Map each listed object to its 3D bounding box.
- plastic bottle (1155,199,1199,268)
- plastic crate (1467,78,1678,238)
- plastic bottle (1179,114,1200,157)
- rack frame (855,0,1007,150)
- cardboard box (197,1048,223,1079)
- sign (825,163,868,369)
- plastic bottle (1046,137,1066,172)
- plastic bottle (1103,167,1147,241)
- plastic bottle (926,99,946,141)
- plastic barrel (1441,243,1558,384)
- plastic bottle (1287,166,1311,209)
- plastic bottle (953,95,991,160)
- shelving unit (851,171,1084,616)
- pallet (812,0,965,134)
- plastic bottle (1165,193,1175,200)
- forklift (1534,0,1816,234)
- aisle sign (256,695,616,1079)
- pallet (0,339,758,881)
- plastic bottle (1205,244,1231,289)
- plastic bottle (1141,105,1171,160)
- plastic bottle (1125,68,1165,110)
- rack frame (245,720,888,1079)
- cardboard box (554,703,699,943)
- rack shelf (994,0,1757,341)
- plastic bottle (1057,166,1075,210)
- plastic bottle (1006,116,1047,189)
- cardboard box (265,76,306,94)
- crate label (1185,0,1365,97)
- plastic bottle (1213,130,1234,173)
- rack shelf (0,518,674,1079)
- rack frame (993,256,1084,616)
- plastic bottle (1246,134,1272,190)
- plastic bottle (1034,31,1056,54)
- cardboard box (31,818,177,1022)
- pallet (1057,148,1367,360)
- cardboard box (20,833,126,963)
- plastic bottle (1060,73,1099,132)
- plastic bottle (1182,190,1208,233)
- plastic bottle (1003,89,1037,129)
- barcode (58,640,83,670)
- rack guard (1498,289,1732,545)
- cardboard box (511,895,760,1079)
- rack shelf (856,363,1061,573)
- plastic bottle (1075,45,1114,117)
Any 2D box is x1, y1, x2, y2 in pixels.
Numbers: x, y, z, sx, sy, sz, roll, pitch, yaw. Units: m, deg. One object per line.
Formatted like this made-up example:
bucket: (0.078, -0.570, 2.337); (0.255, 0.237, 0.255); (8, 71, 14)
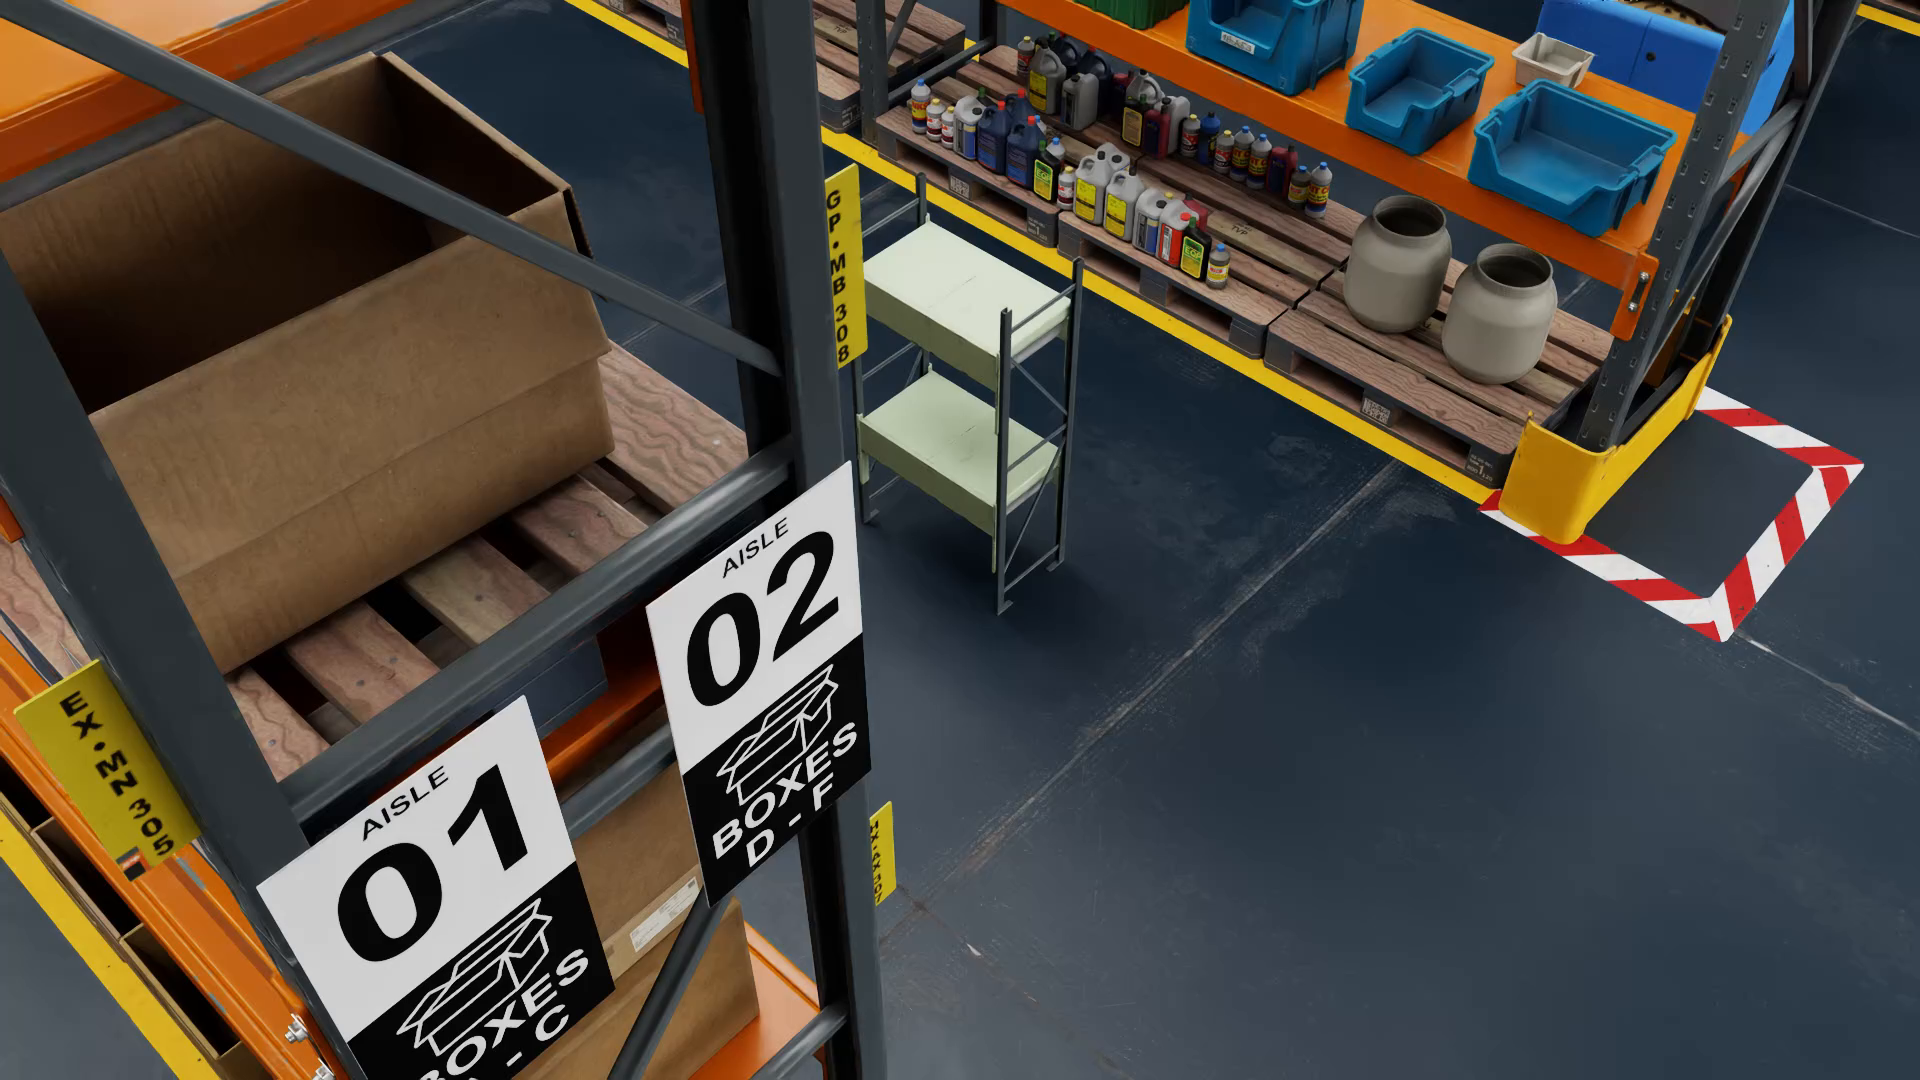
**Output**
plastic bottle: (0.995, -1.404, 7.577); (0.135, 0.276, 0.152); (34, 56, 28)
plastic crate: (2.238, -1.409, 6.118); (0.616, 0.251, 0.499); (34, 55, 28)
plastic bottle: (1.139, -1.999, 8.187); (0.097, 0.201, 0.097); (0, 47, 0)
rack frame: (-0.130, -3.351, 7.839); (0.127, 3.000, 1.000); (34, 55, 28)
cardboard box: (-1.892, 1.482, 4.899); (0.500, 0.250, 0.500); (34, 55, 28)
sign: (-0.172, -0.369, 2.327); (0.005, 0.325, 0.100); (34, 55, 28)
plastic bottle: (0.453, -1.800, 7.952); (0.097, 0.271, 0.097); (0, 47, 0)
plastic bottle: (0.769, -1.578, 7.689); (0.144, 0.351, 0.185); (-36, 56, -29)
plastic bottle: (-0.119, -2.101, 8.283); (0.097, 0.201, 0.097); (0, 47, 0)
plastic barrel: (2.274, -0.950, 7.003); (0.421, 0.512, 0.421); (0, 47, 0)
plastic bottle: (1.612, -1.680, 7.888); (0.097, 0.201, 0.097); (0, 47, 0)
plastic bottle: (0.063, -2.032, 8.166); (0.135, 0.276, 0.152); (36, 56, 29)
shelving unit: (0.005, -0.510, 6.200); (0.755, 1.500, 0.431); (34, 55, 28)
pallet: (-0.734, -2.764, 9.200); (1.213, 0.211, 1.003); (34, 55, 28)
plastic bottle: (0.964, -1.523, 7.740); (0.097, 0.201, 0.097); (0, 47, 0)
forklift: (4.004, -3.491, 8.017); (1.130, 2.935, 3.031); (29, 53, 24)
aisle sign: (-0.704, 0.579, 2.366); (0.004, 0.787, 0.394); (34, 55, 28)
pallet: (-1.055, -0.081, 2.772); (1.213, 0.211, 1.003); (34, 55, 28)
plastic bottle: (1.162, -1.239, 7.474); (0.097, 0.201, 0.097); (0, 47, 0)
plastic bottle: (0.962, -2.013, 8.144); (0.133, 0.283, 0.061); (34, 55, 28)
plastic bottle: (0.917, -2.176, 8.251); (0.185, 0.351, 0.144); (34, 55, 27)
rack frame: (-0.553, 1.279, 3.492); (0.127, 3.000, 1.000); (34, 55, 28)
cardboard box: (-0.927, 0.536, 3.230); (0.500, 0.500, 0.700); (34, 55, 28)
rack shelf: (1.339, -2.116, 7.172); (4.000, 0.370, 1.077); (34, 55, 28)
plastic bottle: (0.512, -1.676, 7.884); (0.097, 0.201, 0.097); (0, 47, 0)
plastic bottle: (0.320, -1.880, 7.973); (0.185, 0.351, 0.144); (32, 54, 26)
cardboard box: (-1.588, -0.942, 3.066); (0.500, 0.500, 0.500); (34, 55, 28)
crate label: (1.273, -2.150, 6.687); (0.616, 0.435, 0.502); (34, 55, 28)
plastic bottle: (1.290, -1.897, 8.091); (0.097, 0.201, 0.097); (0, 47, 0)
rack shelf: (-2.023, -0.491, 3.589); (4.000, 0.370, 1.077); (34, 55, 28)
rack frame: (0.274, -0.329, 6.030); (0.023, 1.500, 0.400); (34, 55, 28)
plastic bottle: (1.436, -1.823, 7.974); (0.097, 0.271, 0.097); (0, 47, 0)
plastic bottle: (0.447, -2.511, 8.611); (0.061, 0.283, 0.133); (-36, 56, -29)
cardboard box: (-2.261, 0.979, 4.857); (0.500, 0.500, 0.500); (34, 55, 28)
pallet: (1.236, -1.439, 7.956); (1.213, 0.211, 1.003); (34, 55, 28)
cardboard box: (-2.630, 0.990, 5.361); (0.500, 0.250, 0.500); (34, 55, 28)
plastic bottle: (0.597, -2.218, 8.342); (0.135, 0.276, 0.152); (34, 55, 28)
plastic bottle: (1.067, -1.464, 7.628); (0.133, 0.283, 0.061); (34, 55, 28)
plastic bottle: (0.279, -2.051, 8.133); (0.185, 0.351, 0.144); (34, 55, 28)
barcode: (-1.102, 0.162, 2.084); (0.075, 0.075, 0.001); (34, 55, 28)
rack guard: (2.721, -0.530, 6.905); (0.348, 0.500, 1.175); (34, 55, 28)
cardboard box: (-0.888, 1.007, 3.679); (0.500, 0.500, 0.700); (34, 55, 28)
rack shelf: (0.005, -0.287, 6.438); (0.720, 0.370, 0.431); (34, 55, 28)
plastic bottle: (0.679, -2.336, 8.401); (0.185, 0.351, 0.144); (31, 54, 26)
